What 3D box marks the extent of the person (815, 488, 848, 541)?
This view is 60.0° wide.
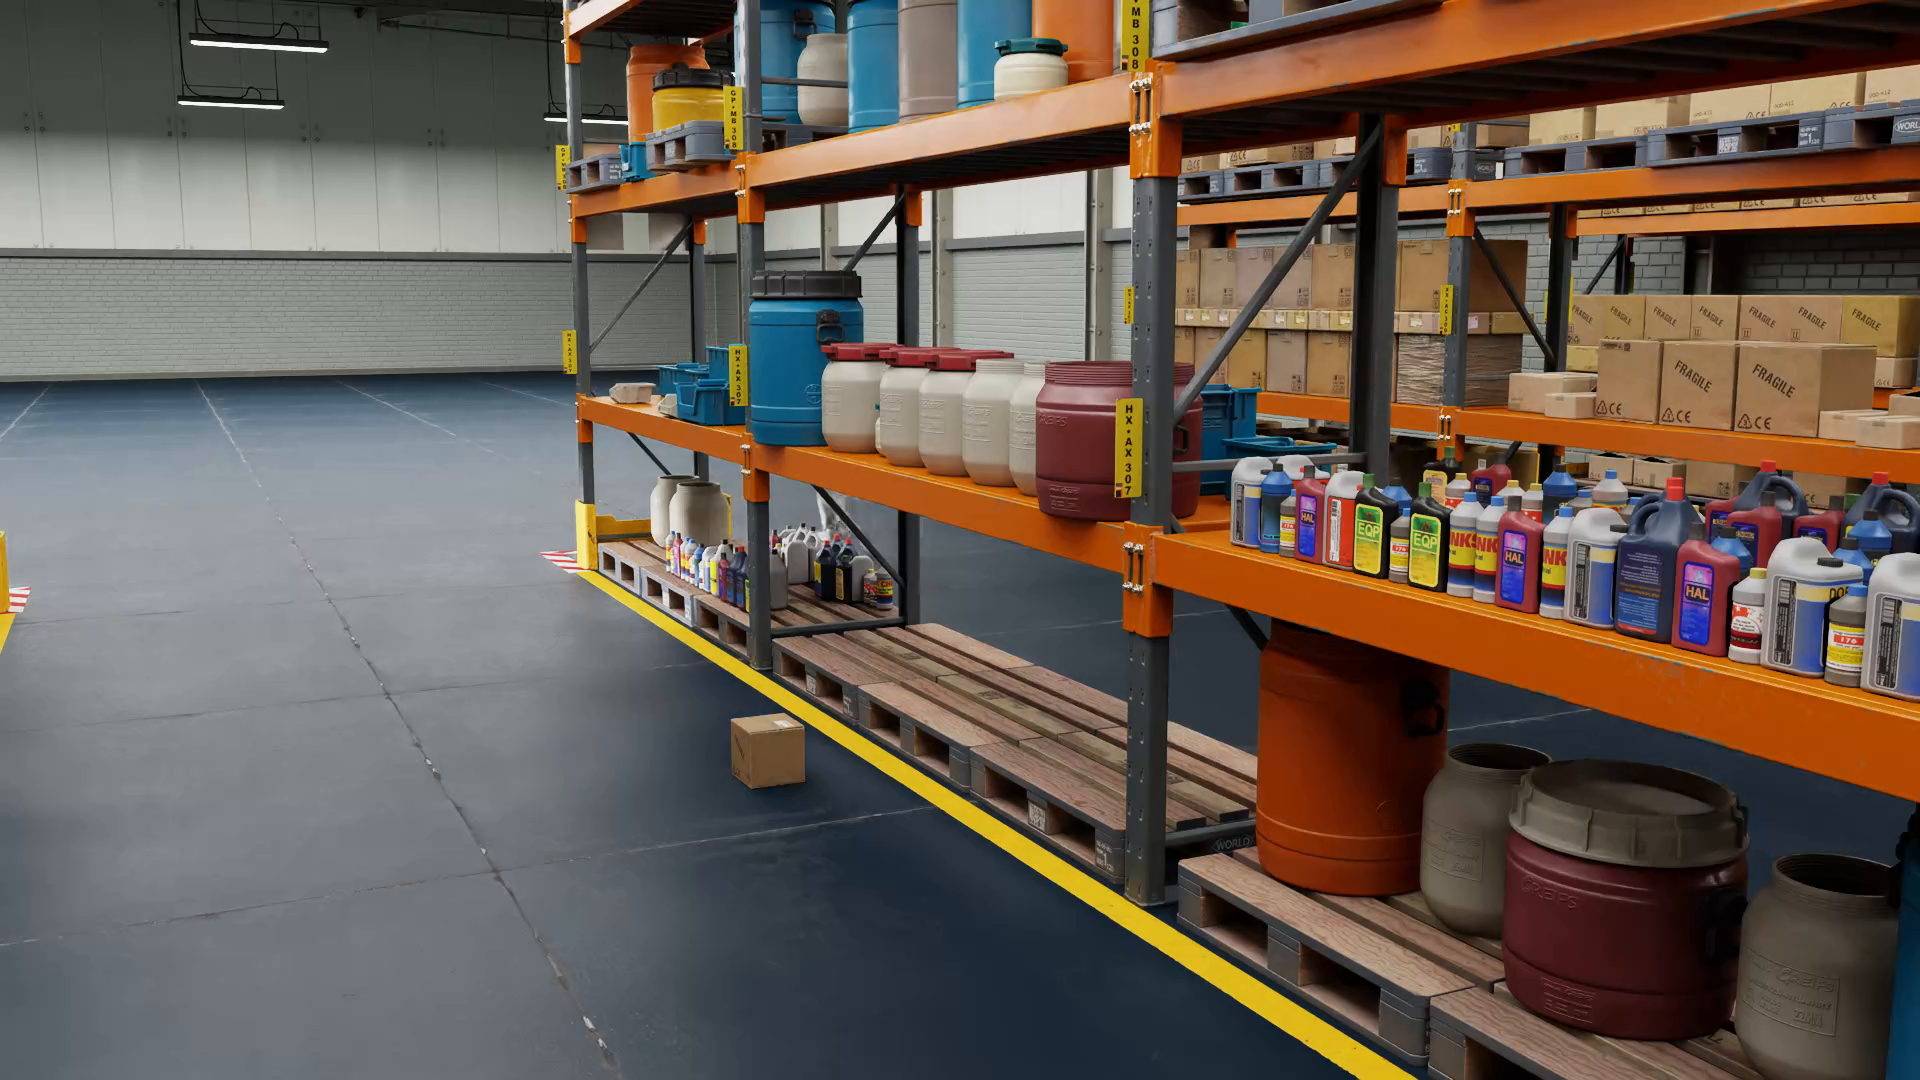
[{"bbox_3d":[-1.147,-0.819,13.864,0.498,1.712,0.469,-4,10,-27],"label":"person"}]
